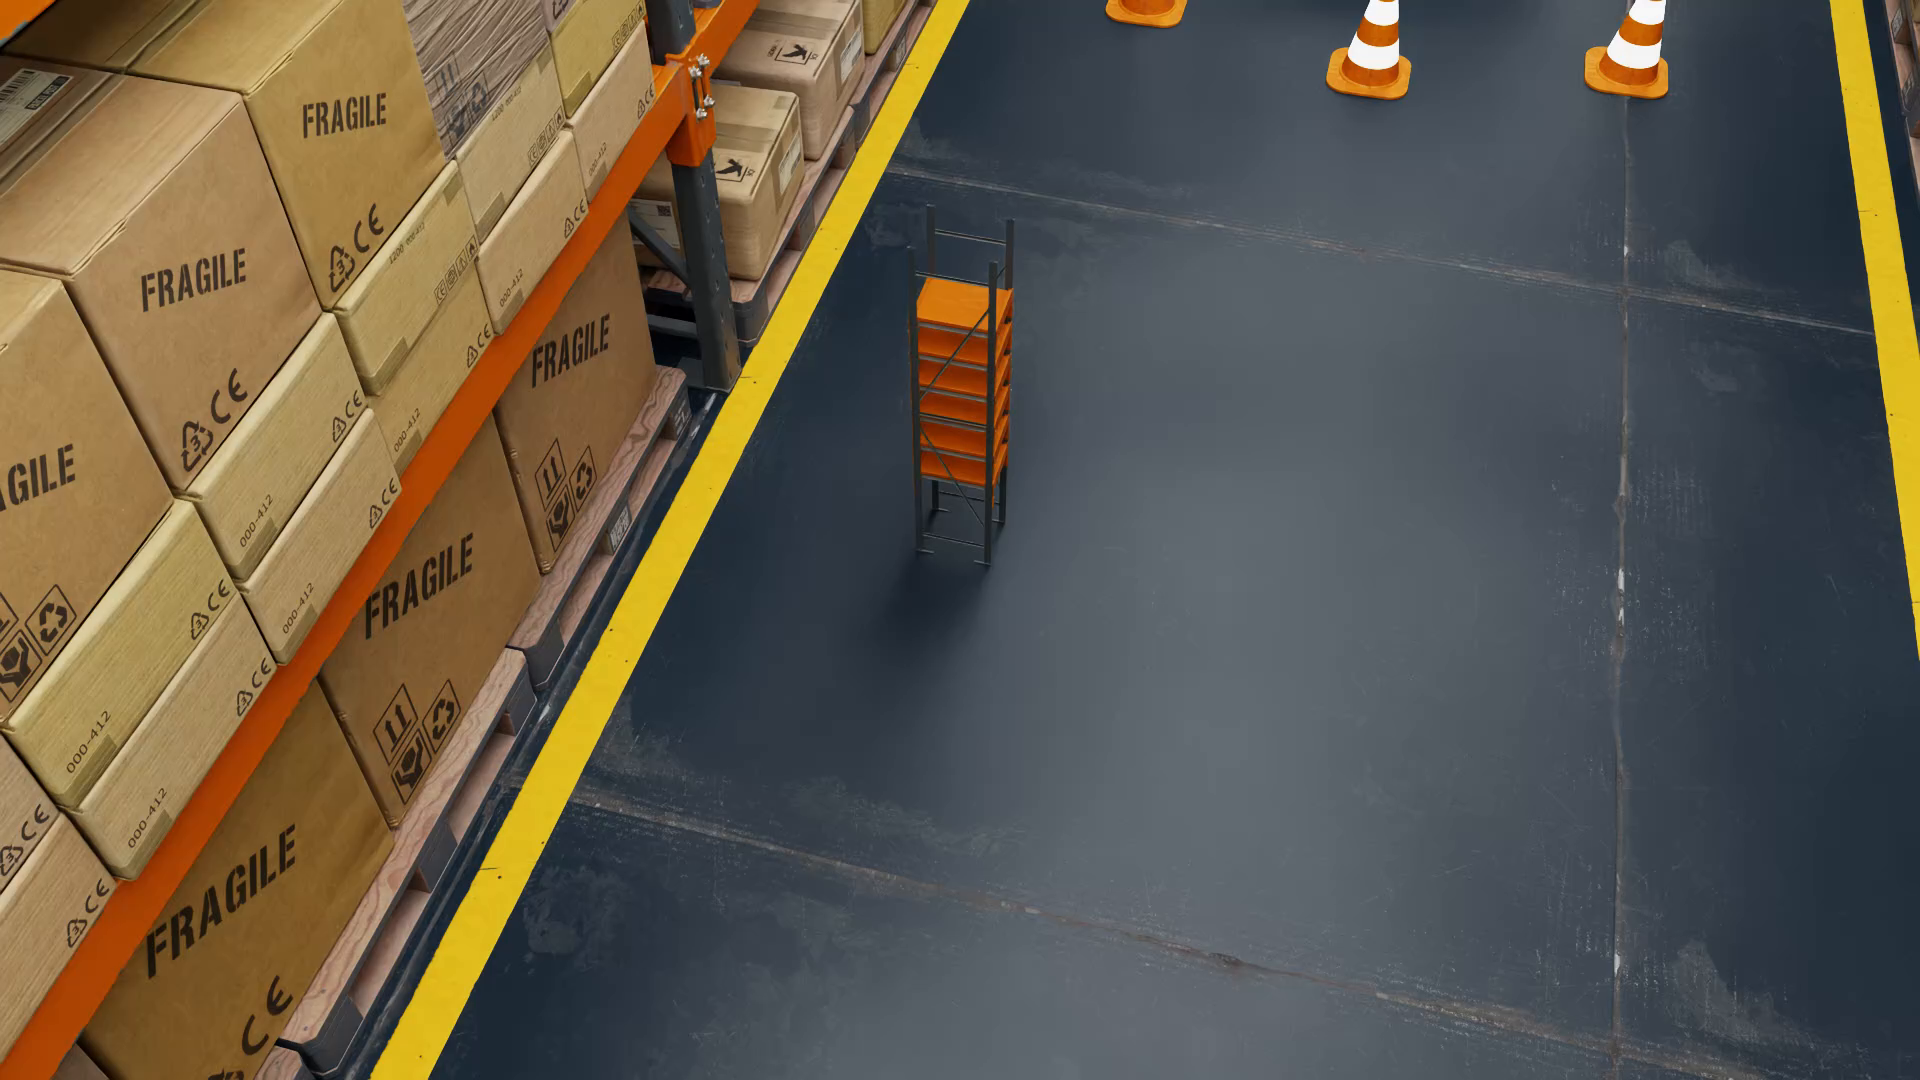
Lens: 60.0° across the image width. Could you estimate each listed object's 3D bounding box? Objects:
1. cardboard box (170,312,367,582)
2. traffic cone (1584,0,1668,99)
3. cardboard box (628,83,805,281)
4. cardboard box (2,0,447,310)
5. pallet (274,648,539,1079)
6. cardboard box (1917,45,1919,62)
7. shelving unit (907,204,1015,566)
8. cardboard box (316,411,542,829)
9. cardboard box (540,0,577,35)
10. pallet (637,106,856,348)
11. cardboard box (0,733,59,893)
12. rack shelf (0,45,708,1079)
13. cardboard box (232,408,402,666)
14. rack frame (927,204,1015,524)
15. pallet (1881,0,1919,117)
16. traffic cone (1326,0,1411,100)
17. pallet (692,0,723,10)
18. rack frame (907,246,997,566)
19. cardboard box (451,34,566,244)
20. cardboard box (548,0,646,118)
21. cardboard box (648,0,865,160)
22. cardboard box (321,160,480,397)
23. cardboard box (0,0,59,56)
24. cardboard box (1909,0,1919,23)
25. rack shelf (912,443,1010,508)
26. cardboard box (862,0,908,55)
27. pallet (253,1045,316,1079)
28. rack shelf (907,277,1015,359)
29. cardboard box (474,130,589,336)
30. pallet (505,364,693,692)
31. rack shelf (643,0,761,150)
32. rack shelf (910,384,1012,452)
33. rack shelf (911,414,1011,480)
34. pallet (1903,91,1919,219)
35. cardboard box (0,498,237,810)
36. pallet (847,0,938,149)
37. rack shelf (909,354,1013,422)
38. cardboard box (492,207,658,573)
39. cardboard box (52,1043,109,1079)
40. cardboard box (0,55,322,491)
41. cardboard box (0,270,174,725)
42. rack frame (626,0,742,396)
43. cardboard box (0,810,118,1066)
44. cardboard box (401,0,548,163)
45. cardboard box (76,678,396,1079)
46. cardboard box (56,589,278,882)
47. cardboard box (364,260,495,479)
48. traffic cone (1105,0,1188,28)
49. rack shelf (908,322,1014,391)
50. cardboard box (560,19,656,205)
[{"bbox_3d":[-1.518,-0.224,3.214,0.500,0.250,0.500,10,49,9],"label":"cardboard box"},{"bbox_3d":[2.792,-2.108,6.802,0.336,0.463,0.334,12,50,10],"label":"traffic cone"},{"bbox_3d":[-1.095,-1.307,5.875,0.950,0.372,0.625,9,49,7],"label":"cardboard box"},{"bbox_3d":[-1.401,-0.838,3.255,0.500,0.500,0.500,12,50,10],"label":"cardboard box"},{"bbox_3d":[-1.856,0.727,4.467,1.003,0.211,1.213,12,50,10],"label":"pallet"},{"bbox_3d":[4.268,-1.851,6.103,1.050,0.750,0.750,12,50,10],"label":"cardboard box"},{"bbox_3d":[0.004,-0.407,4.809,0.258,1.200,0.189,12,50,10],"label":"shelving unit"},{"bbox_3d":[-1.754,0.061,4.332,0.875,0.875,0.875,12,50,10],"label":"cardboard box"},{"bbox_3d":[-1.137,-1.569,3.900,0.500,0.500,0.500,10,49,9],"label":"cardboard box"},{"bbox_3d":[-1.046,-1.273,6.232,1.003,0.211,1.213,12,50,10],"label":"pallet"},{"bbox_3d":[-1.808,0.502,2.573,0.500,0.250,0.500,12,50,11],"label":"cardboard box"},{"bbox_3d":[-1.779,0.054,3.681,1.077,0.370,4.000,12,50,10],"label":"rack shelf"},{"bbox_3d":[-1.510,-0.056,3.398,0.500,0.250,0.500,11,49,9],"label":"cardboard box"},{"bbox_3d":[0.028,-0.474,4.868,0.240,1.200,0.006,12,50,10],"label":"rack frame"},{"bbox_3d":[4.471,-2.124,6.984,1.003,0.211,1.213,12,50,10],"label":"pallet"},{"bbox_3d":[1.712,-2.104,6.798,0.336,0.463,0.334,12,50,10],"label":"traffic cone"},{"bbox_3d":[-1.168,-2.103,5.234,1.213,0.211,1.003,12,50,10],"label":"pallet"},{"bbox_3d":[-0.020,-0.341,4.751,0.240,1.200,0.006,12,50,10],"label":"rack frame"},{"bbox_3d":[-1.267,-0.974,3.876,0.500,0.250,0.500,10,49,9],"label":"cardboard box"},{"bbox_3d":[-1.135,-1.346,4.204,0.500,0.250,0.500,11,50,10],"label":"cardboard box"},{"bbox_3d":[-0.908,-1.842,6.347,0.950,0.372,0.625,11,49,9],"label":"cardboard box"},{"bbox_3d":[-1.382,-0.600,3.545,0.500,0.250,0.500,10,49,9],"label":"cardboard box"},{"bbox_3d":[-1.891,-0.954,3.358,0.500,0.500,0.500,13,50,11],"label":"cardboard box"},{"bbox_3d":[4.525,-2.548,6.718,1.050,0.750,0.750,11,50,10],"label":"cardboard box"},{"bbox_3d":[0.004,-0.219,5.023,0.258,0.103,0.180,12,50,10],"label":"rack shelf"},{"bbox_3d":[-0.703,-2.389,6.831,0.950,0.372,0.625,13,50,11],"label":"cardboard box"},{"bbox_3d":[-2.175,1.613,3.686,1.003,0.211,1.213,12,50,10],"label":"pallet"},{"bbox_3d":[0.004,-0.616,4.573,0.258,0.103,0.180,12,50,10],"label":"rack shelf"},{"bbox_3d":[-1.255,-0.791,4.048,0.500,0.250,0.500,12,50,11],"label":"cardboard box"},{"bbox_3d":[-1.533,-0.152,5.244,1.003,0.211,1.213,12,50,10],"label":"pallet"},{"bbox_3d":[-0.727,-2.839,6.235,1.077,0.370,4.000,12,50,10],"label":"rack shelf"},{"bbox_3d":[0.004,-0.378,4.843,0.258,0.103,0.180,12,50,10],"label":"rack shelf"},{"bbox_3d":[0.004,-0.299,4.933,0.258,0.103,0.180,12,50,10],"label":"rack shelf"},{"bbox_3d":[4.152,-1.239,6.203,1.003,0.211,1.213,12,50,10],"label":"pallet"},{"bbox_3d":[-1.649,0.142,2.891,0.500,0.250,0.500,12,50,11],"label":"cardboard box"},{"bbox_3d":[-0.723,-2.152,7.009,1.003,0.211,1.213,12,50,10],"label":"pallet"},{"bbox_3d":[0.004,-0.458,4.753,0.258,0.103,0.180,12,50,10],"label":"rack shelf"},{"bbox_3d":[-1.515,-0.583,4.901,0.875,0.875,0.875,11,50,10],"label":"cardboard box"},{"bbox_3d":[-2.220,1.363,3.184,0.875,0.875,0.875,13,50,11],"label":"cardboard box"},{"bbox_3d":[-1.541,-0.473,2.934,0.500,0.500,0.500,11,49,9],"label":"cardboard box"},{"bbox_3d":[-1.671,-0.098,2.603,0.500,0.500,0.500,10,49,9],"label":"cardboard box"},{"bbox_3d":[-1.253,-1.630,4.688,1.000,3.000,0.127,12,50,10],"label":"rack frame"},{"bbox_3d":[-1.801,0.672,2.756,0.500,0.250,0.500,10,49,9],"label":"cardboard box"},{"bbox_3d":[-1.264,-1.196,3.571,0.500,0.500,0.500,12,50,11],"label":"cardboard box"},{"bbox_3d":[-1.990,0.708,3.762,0.875,0.875,0.875,13,50,11],"label":"cardboard box"},{"bbox_3d":[-1.650,0.304,3.081,0.500,0.250,0.500,11,50,10],"label":"cardboard box"},{"bbox_3d":[-1.403,-0.430,3.729,0.500,0.250,0.500,11,50,10],"label":"cardboard box"},{"bbox_3d":[0.824,-2.511,7.158,0.336,0.463,0.334,12,50,10],"label":"traffic cone"},{"bbox_3d":[0.004,-0.537,4.663,0.258,0.103,0.180,12,50,10],"label":"rack shelf"},{"bbox_3d":[-1.136,-1.164,4.376,0.500,0.250,0.500,10,49,9],"label":"cardboard box"}]
